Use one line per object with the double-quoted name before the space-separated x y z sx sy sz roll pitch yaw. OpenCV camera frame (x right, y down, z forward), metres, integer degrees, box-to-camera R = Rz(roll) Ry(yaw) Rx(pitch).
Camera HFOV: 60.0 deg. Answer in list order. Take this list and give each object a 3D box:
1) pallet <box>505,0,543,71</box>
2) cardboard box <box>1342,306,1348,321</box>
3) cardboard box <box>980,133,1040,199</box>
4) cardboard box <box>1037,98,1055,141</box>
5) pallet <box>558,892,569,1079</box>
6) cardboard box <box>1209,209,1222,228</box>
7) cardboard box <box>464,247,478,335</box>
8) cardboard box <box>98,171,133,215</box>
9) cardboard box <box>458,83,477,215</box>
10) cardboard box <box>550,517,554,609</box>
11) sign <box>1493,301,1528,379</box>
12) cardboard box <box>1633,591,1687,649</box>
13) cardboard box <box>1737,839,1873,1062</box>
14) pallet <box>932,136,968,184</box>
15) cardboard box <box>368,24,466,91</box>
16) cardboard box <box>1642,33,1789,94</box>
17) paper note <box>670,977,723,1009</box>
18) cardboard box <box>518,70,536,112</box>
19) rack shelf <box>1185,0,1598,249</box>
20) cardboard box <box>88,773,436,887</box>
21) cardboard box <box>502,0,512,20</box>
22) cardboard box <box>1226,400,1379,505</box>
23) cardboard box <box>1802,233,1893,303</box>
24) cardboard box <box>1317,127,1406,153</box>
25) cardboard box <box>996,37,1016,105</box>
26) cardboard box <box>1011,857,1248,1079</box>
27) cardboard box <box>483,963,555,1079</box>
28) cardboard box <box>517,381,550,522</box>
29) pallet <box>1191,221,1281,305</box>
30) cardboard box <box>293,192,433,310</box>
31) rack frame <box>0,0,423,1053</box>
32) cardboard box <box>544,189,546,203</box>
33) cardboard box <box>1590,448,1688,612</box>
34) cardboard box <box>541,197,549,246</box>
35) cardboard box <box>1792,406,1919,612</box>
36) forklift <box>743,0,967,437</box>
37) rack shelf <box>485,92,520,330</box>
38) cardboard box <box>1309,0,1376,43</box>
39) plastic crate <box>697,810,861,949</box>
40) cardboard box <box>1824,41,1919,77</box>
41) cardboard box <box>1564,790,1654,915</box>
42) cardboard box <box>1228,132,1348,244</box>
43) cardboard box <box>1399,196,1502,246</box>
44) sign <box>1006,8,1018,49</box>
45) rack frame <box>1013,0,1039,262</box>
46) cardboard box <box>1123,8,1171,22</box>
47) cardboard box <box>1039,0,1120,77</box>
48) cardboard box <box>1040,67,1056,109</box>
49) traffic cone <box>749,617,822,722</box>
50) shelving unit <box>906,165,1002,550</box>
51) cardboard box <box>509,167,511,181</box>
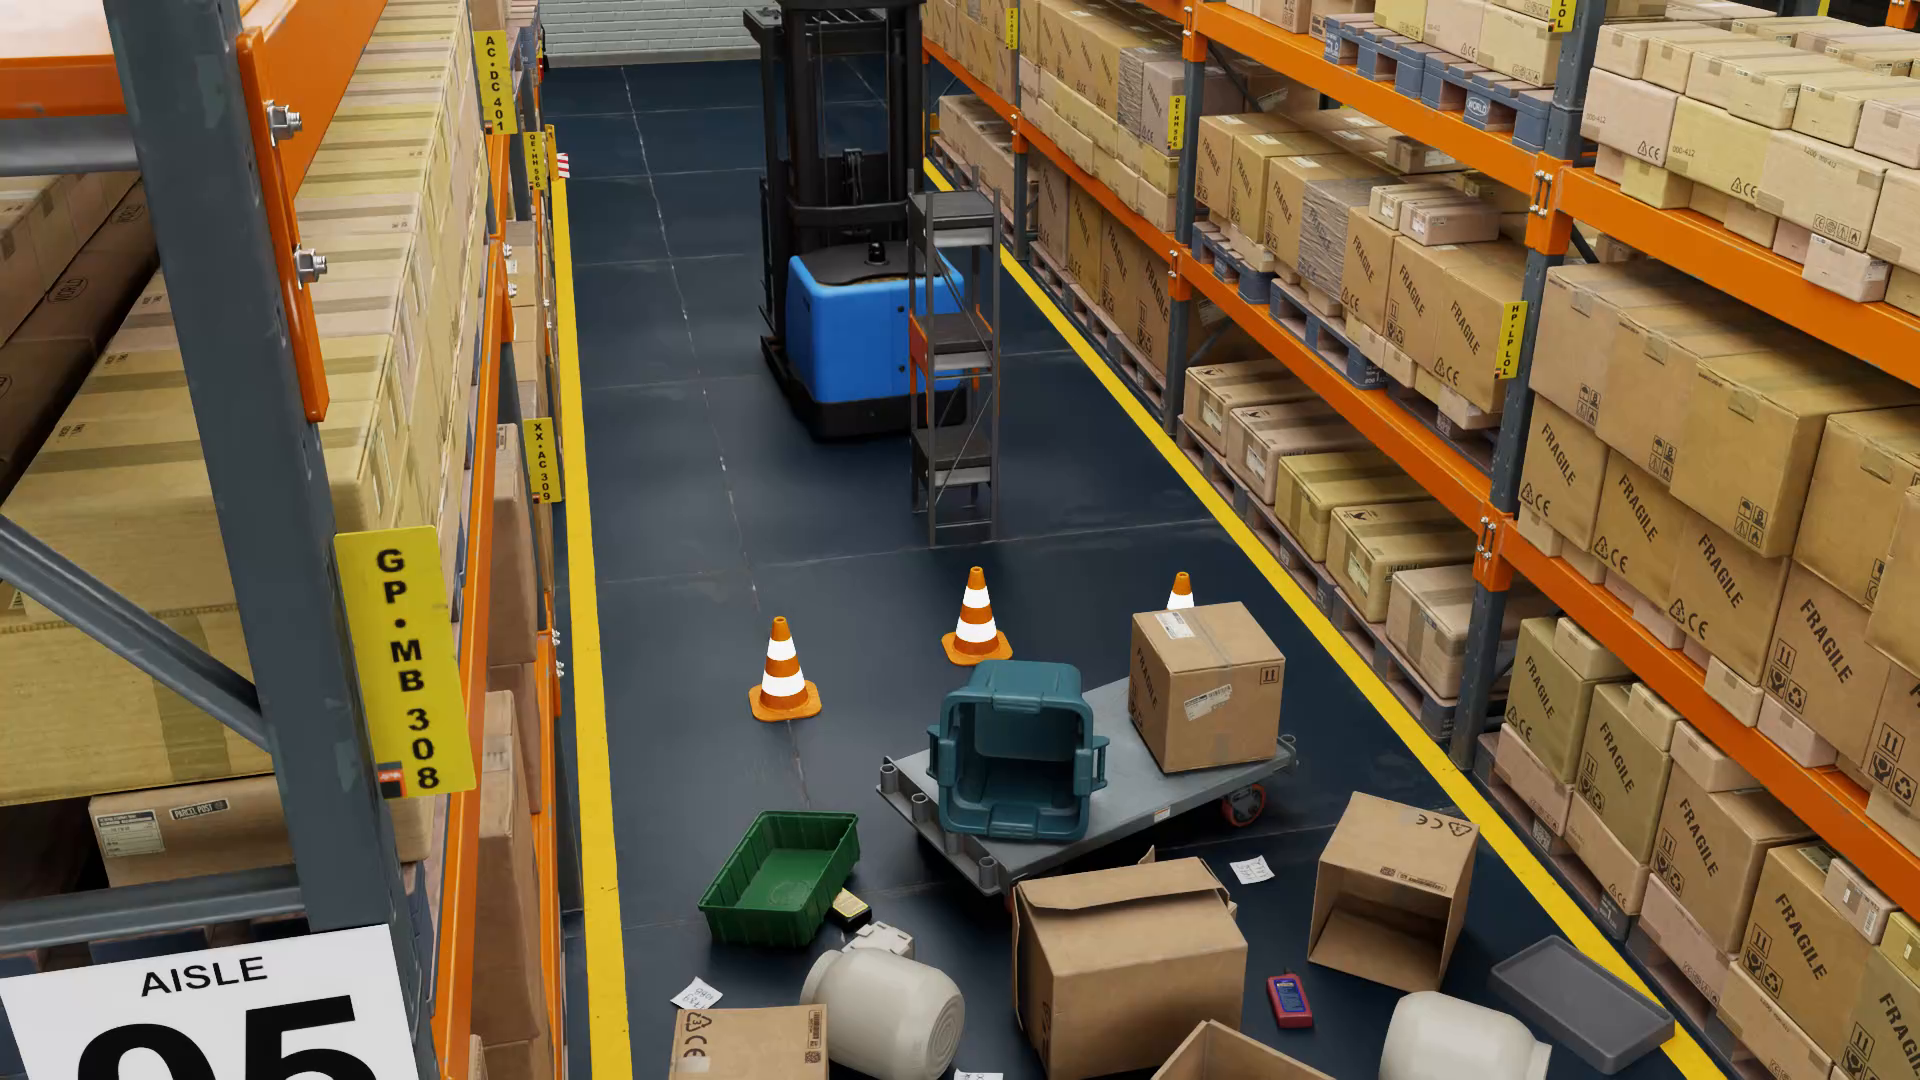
"pallet" -2.734 -2.536 8.325 1.213 0.211 1.003 -5 27 -9
"cardboard box" 2.210 -1.198 8.607 0.380 0.149 0.250 -7 28 -13
"cardboard box" 0.728 -3.584 15.900 0.875 0.438 0.875 -7 28 -13
"cardboard box" 0.928 -3.347 13.219 0.500 0.250 0.500 -7 28 -13
"pallet" -1.934 1.785 5.980 1.003 0.211 1.213 -6 27 -12
"cardboard box" 1.761 -2.019 10.234 0.380 0.149 0.250 -8 28 -15
"cardboard box" -1.347 -0.575 3.932 0.380 0.149 0.250 -6 27 -12
"cardboard box" -1.936 -0.755 3.405 0.380 0.149 0.250 -6 27 -12
"cardboard box" -1.555 -1.027 4.386 0.500 0.250 0.500 -6 27 -12
"cardboard box" -2.681 -0.081 8.613 1.050 0.750 0.750 -6 27 -11
"sign" 2.231 -0.808 6.737 0.100 0.325 0.005 -6 27 -12
"cardboard box" 2.748 0.265 6.175 0.380 0.149 0.250 -5 27 -10
"cardboard box" 3.010 1.336 5.528 0.500 0.500 0.500 -7 28 -13
"pallet" 0.323 -4.029 17.499 1.003 0.211 1.213 -6 27 -12
"cardboard box" -1.524 -1.268 4.421 0.380 0.149 0.250 -6 27 -12
"cardboard box" 2.610 -1.649 5.754 0.380 0.149 0.250 -5 27 -10
"paper note" -0.996 1.726 6.295 0.142 0.020 0.147 19 32 32
"cardboard box" -3.698 -3.735 13.379 0.500 0.500 0.500 -6 27 -13
"rack shelf" 2.320 -2.245 8.339 1.077 0.370 4.000 -6 27 -12
"cardboard box" -0.893 0.312 2.176 0.380 0.149 0.250 -6 27 -11
"cardboard box" -2.403 -2.661 7.886 0.500 0.311 0.500 -6 27 -12
"cardboard box" 2.161 -0.547 9.956 0.950 0.372 0.625 -6 27 -13
"cardboard box" 2.807 -0.839 5.034 0.380 0.149 0.250 -6 28 -13
"cardboard box" 2.370 -2.073 9.621 0.500 0.500 0.500 -6 27 -12
"cardboard box" 0.614 -4.083 14.400 0.500 0.500 0.500 -6 27 -11
"cardboard box" 0.591 1.537 5.996 0.797 0.637 0.503 -6 27 -12
"cardboard box" -1.405 1.231 3.816 0.875 0.550 0.550 -6 27 -12
"cardboard box" -2.000 -0.327 6.957 0.500 0.500 0.500 -6 27 -11
"pallet" 2.133 -1.717 10.037 1.213 0.211 1.003 -6 27 -12
"cardboard box" -1.121 -0.486 2.873 0.380 0.149 0.250 -6 27 -12
"rack frame" -1.128 -0.724 1.198 1.000 3.000 0.127 -6 27 -12
"cardboard box" -3.929 -3.118 14.966 0.380 0.149 0.250 -6 27 -12
"cardboard box" 2.734 -0.087 6.153 0.500 0.500 0.500 -6 27 -12
"cardboard box" -3.418 -2.419 12.690 0.500 0.250 0.500 -7 28 -13
"cardboard box" 3.045 -0.088 5.046 0.700 0.500 0.500 -6 27 -12
"forklift" -0.858 -2.628 11.703 1.130 2.935 3.031 -8 28 -15
"rack shelf" -2.480 -1.698 7.255 1.077 0.370 4.000 -6 27 -12
"cardboard box" 2.241 -2.824 8.572 0.797 0.503 0.637 -6 27 -12
"plastic crate" -0.714 1.371 6.762 0.450 0.188 0.662 -2 25 20
"cardboard box" 3.159 -1.585 5.627 0.380 0.149 0.250 -5 27 -10
"cardboard box" 2.772 1.211 6.608 0.500 0.250 0.500 -4 27 -9
"cardboard box" 1.869 -2.021 9.518 0.500 0.500 0.500 -5 27 -9
"cardboard box" 2.278 -1.485 7.735 0.380 0.149 0.250 -7 28 -13
"sign" 0.427 -4.226 13.745 0.100 0.325 0.005 -6 27 -12
"rack frame" 0.968 -3.861 14.071 1.000 3.000 0.127 -6 27 -12
"cardboard box" 1.532 -3.731 12.592 0.500 0.500 0.500 -5 27 -10
"cardboard box" 0.928 -3.909 12.946 0.500 0.500 0.500 -6 27 -12
"cardboard box" 0.937 -3.570 13.105 0.500 0.250 0.500 -6 27 -11
"traffic cone" -0.860 0.588 8.071 0.336 0.463 0.334 -6 27 -12
"shelving unit" -0.037 -1.010 9.421 0.431 2.100 0.503 -6 27 -12
"cardboard box" -2.909 -2.239 10.010 0.380 0.149 0.250 -7 28 -13
